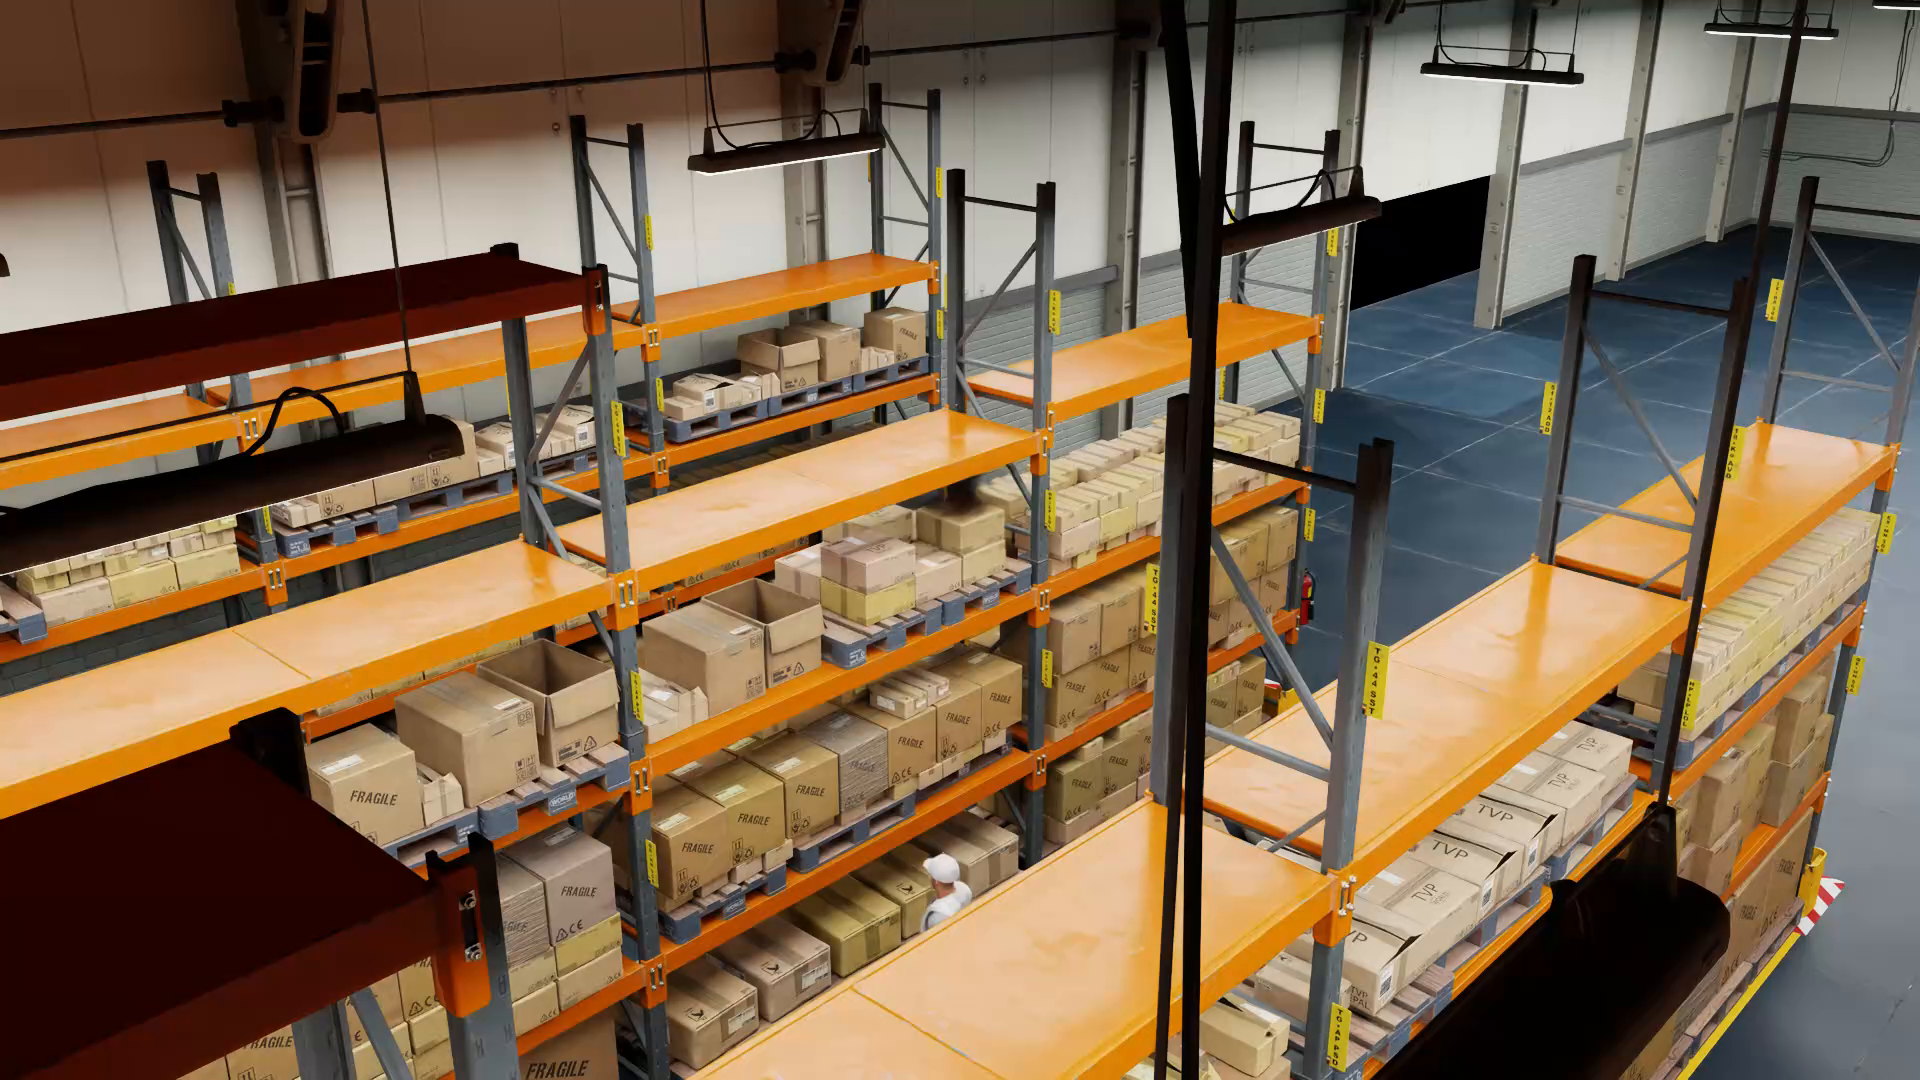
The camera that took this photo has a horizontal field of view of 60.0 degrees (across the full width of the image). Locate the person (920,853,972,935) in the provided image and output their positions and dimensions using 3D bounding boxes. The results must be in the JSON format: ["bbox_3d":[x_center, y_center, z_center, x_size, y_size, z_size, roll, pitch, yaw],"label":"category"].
[{"bbox_3d":[-0.128,3.001,11.784,0.410,1.795,0.619,8,22,19],"label":"person"}]
